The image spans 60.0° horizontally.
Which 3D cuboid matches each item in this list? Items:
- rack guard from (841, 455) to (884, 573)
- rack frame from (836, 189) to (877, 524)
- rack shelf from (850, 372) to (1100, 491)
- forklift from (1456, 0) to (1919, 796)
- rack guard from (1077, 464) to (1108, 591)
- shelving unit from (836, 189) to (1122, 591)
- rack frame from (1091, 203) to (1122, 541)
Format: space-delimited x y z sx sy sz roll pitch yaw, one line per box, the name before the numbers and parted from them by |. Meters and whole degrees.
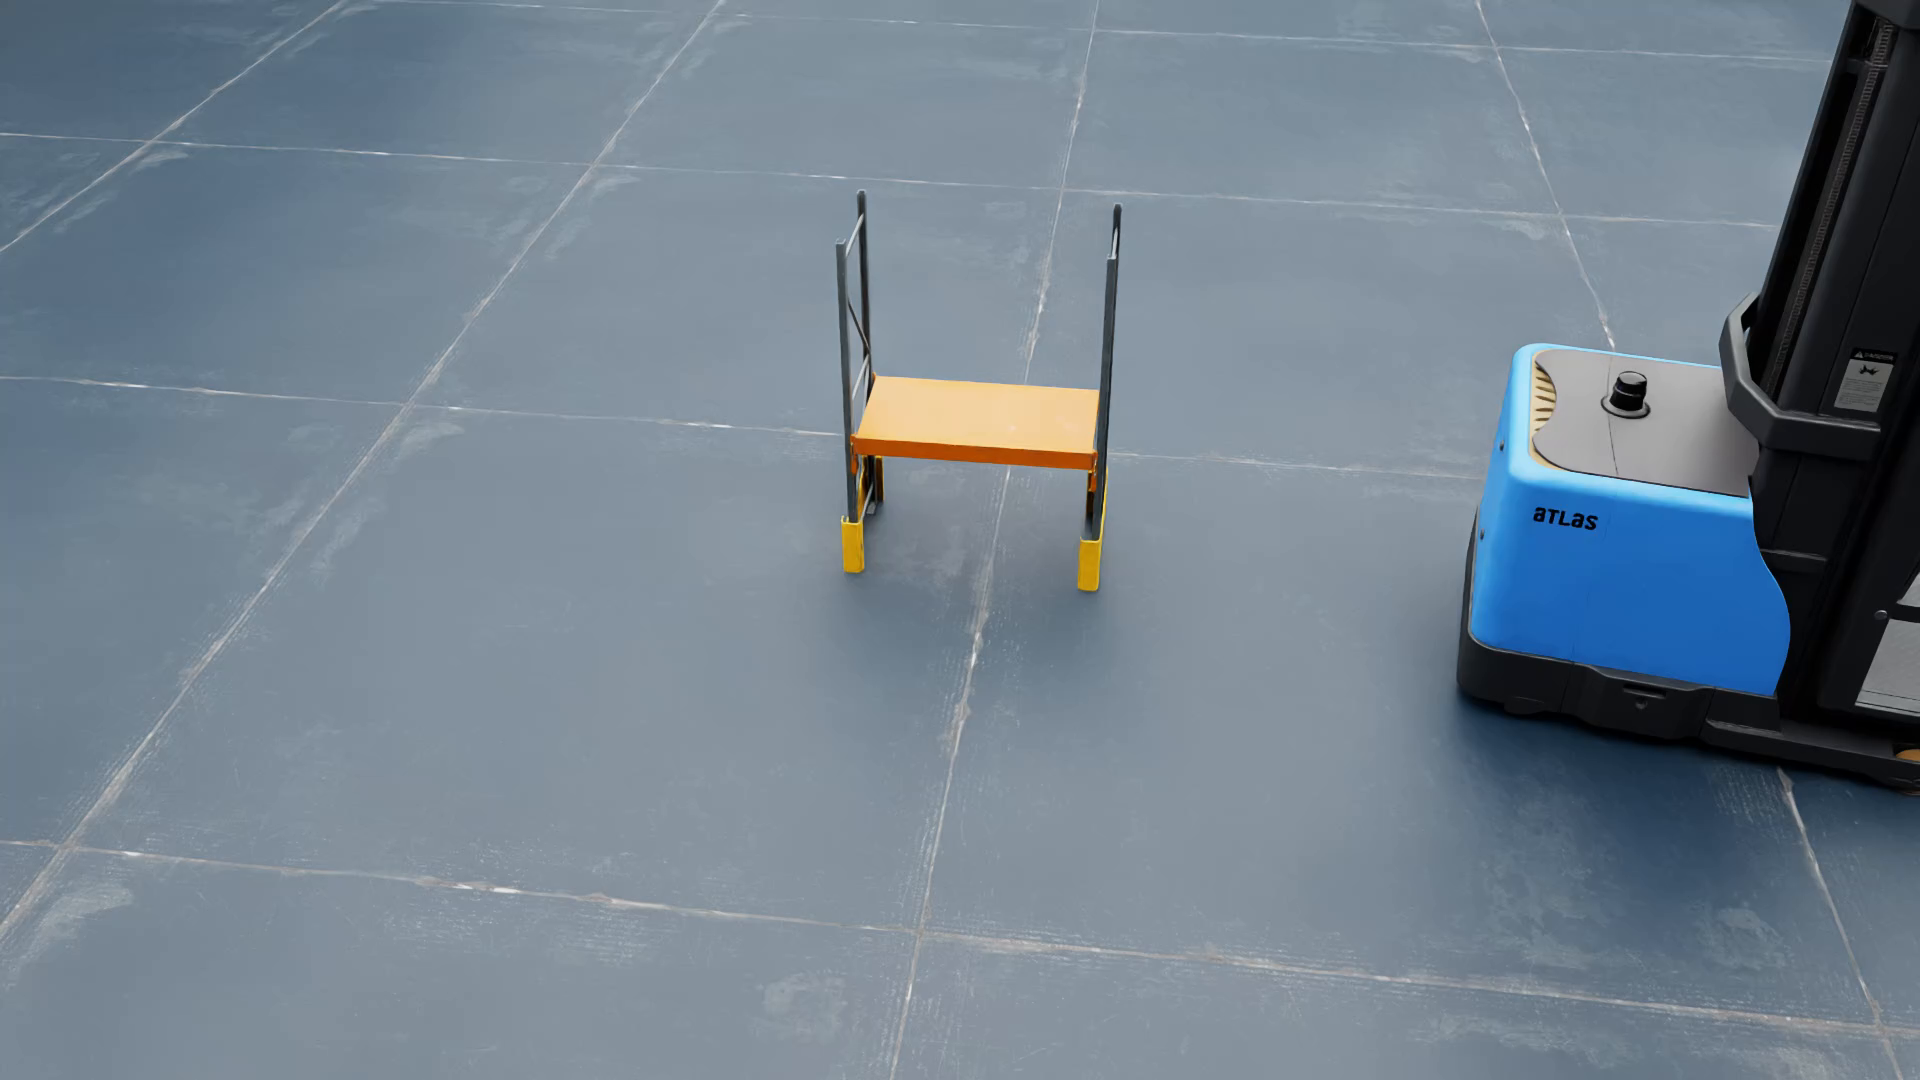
rack guard | -0.418 -0.133 7.221 0.087 0.250 0.587 4 36 6
rack frame | -0.420 -0.642 6.858 0.032 1.500 0.500 4 36 6
rack shelf | 0.085 -0.458 6.910 1.000 0.185 0.538 4 36 6
forklift | 3.479 -0.591 5.555 3.031 2.935 1.130 10 37 13
rack guard | 0.570 -0.059 7.118 0.087 0.250 0.587 4 36 6
shelving unit | 0.076 -0.605 6.806 1.083 1.500 0.587 4 36 6
rack frame | 0.589 -0.567 6.753 0.032 1.500 0.500 4 36 6
